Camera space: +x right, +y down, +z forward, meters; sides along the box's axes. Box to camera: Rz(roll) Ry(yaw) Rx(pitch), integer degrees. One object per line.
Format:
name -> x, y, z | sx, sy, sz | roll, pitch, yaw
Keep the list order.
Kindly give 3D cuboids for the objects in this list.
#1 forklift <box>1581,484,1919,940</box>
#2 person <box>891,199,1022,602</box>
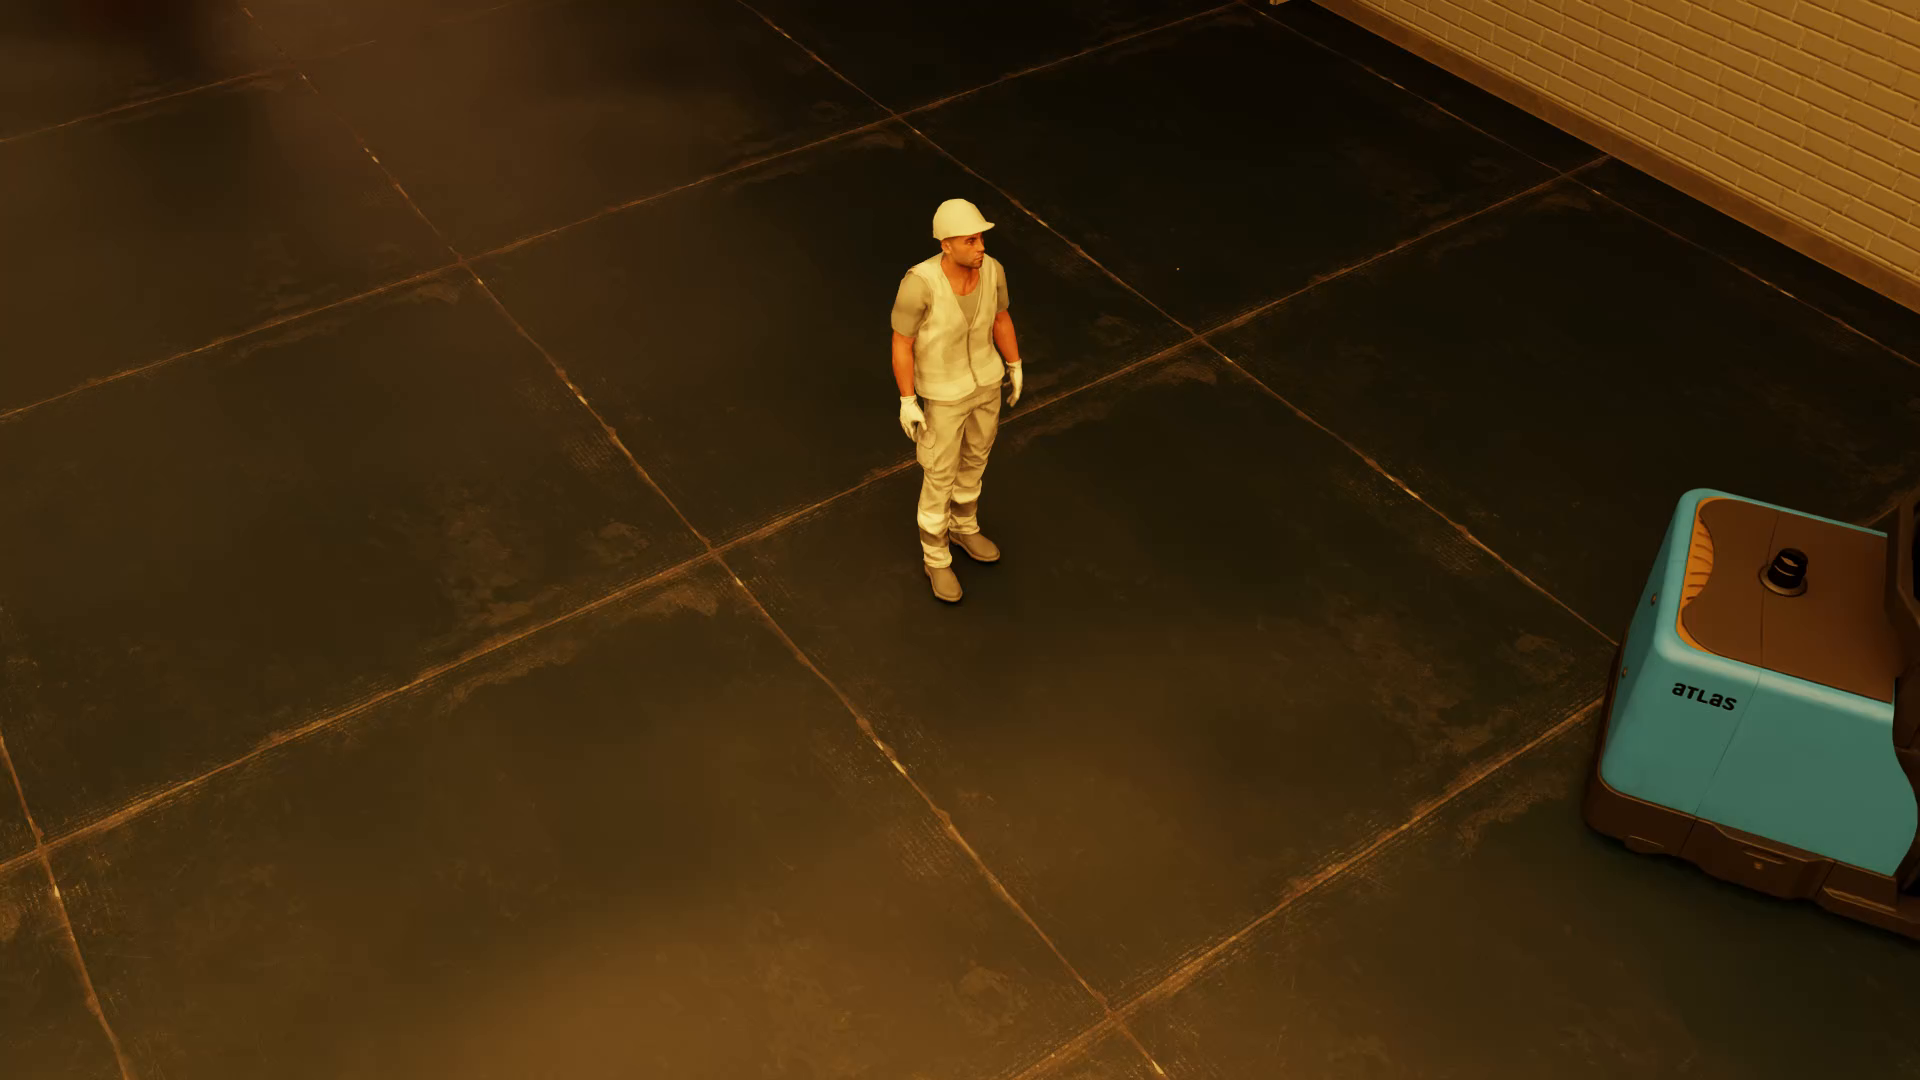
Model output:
forklift -> 4.030, 0.191, 5.508 | 3.031, 2.935, 1.130 | 17, 45, 17
person -> 0.038, -0.614, 7.214 | 0.638, 1.789, 0.562 | -25, 48, -25
